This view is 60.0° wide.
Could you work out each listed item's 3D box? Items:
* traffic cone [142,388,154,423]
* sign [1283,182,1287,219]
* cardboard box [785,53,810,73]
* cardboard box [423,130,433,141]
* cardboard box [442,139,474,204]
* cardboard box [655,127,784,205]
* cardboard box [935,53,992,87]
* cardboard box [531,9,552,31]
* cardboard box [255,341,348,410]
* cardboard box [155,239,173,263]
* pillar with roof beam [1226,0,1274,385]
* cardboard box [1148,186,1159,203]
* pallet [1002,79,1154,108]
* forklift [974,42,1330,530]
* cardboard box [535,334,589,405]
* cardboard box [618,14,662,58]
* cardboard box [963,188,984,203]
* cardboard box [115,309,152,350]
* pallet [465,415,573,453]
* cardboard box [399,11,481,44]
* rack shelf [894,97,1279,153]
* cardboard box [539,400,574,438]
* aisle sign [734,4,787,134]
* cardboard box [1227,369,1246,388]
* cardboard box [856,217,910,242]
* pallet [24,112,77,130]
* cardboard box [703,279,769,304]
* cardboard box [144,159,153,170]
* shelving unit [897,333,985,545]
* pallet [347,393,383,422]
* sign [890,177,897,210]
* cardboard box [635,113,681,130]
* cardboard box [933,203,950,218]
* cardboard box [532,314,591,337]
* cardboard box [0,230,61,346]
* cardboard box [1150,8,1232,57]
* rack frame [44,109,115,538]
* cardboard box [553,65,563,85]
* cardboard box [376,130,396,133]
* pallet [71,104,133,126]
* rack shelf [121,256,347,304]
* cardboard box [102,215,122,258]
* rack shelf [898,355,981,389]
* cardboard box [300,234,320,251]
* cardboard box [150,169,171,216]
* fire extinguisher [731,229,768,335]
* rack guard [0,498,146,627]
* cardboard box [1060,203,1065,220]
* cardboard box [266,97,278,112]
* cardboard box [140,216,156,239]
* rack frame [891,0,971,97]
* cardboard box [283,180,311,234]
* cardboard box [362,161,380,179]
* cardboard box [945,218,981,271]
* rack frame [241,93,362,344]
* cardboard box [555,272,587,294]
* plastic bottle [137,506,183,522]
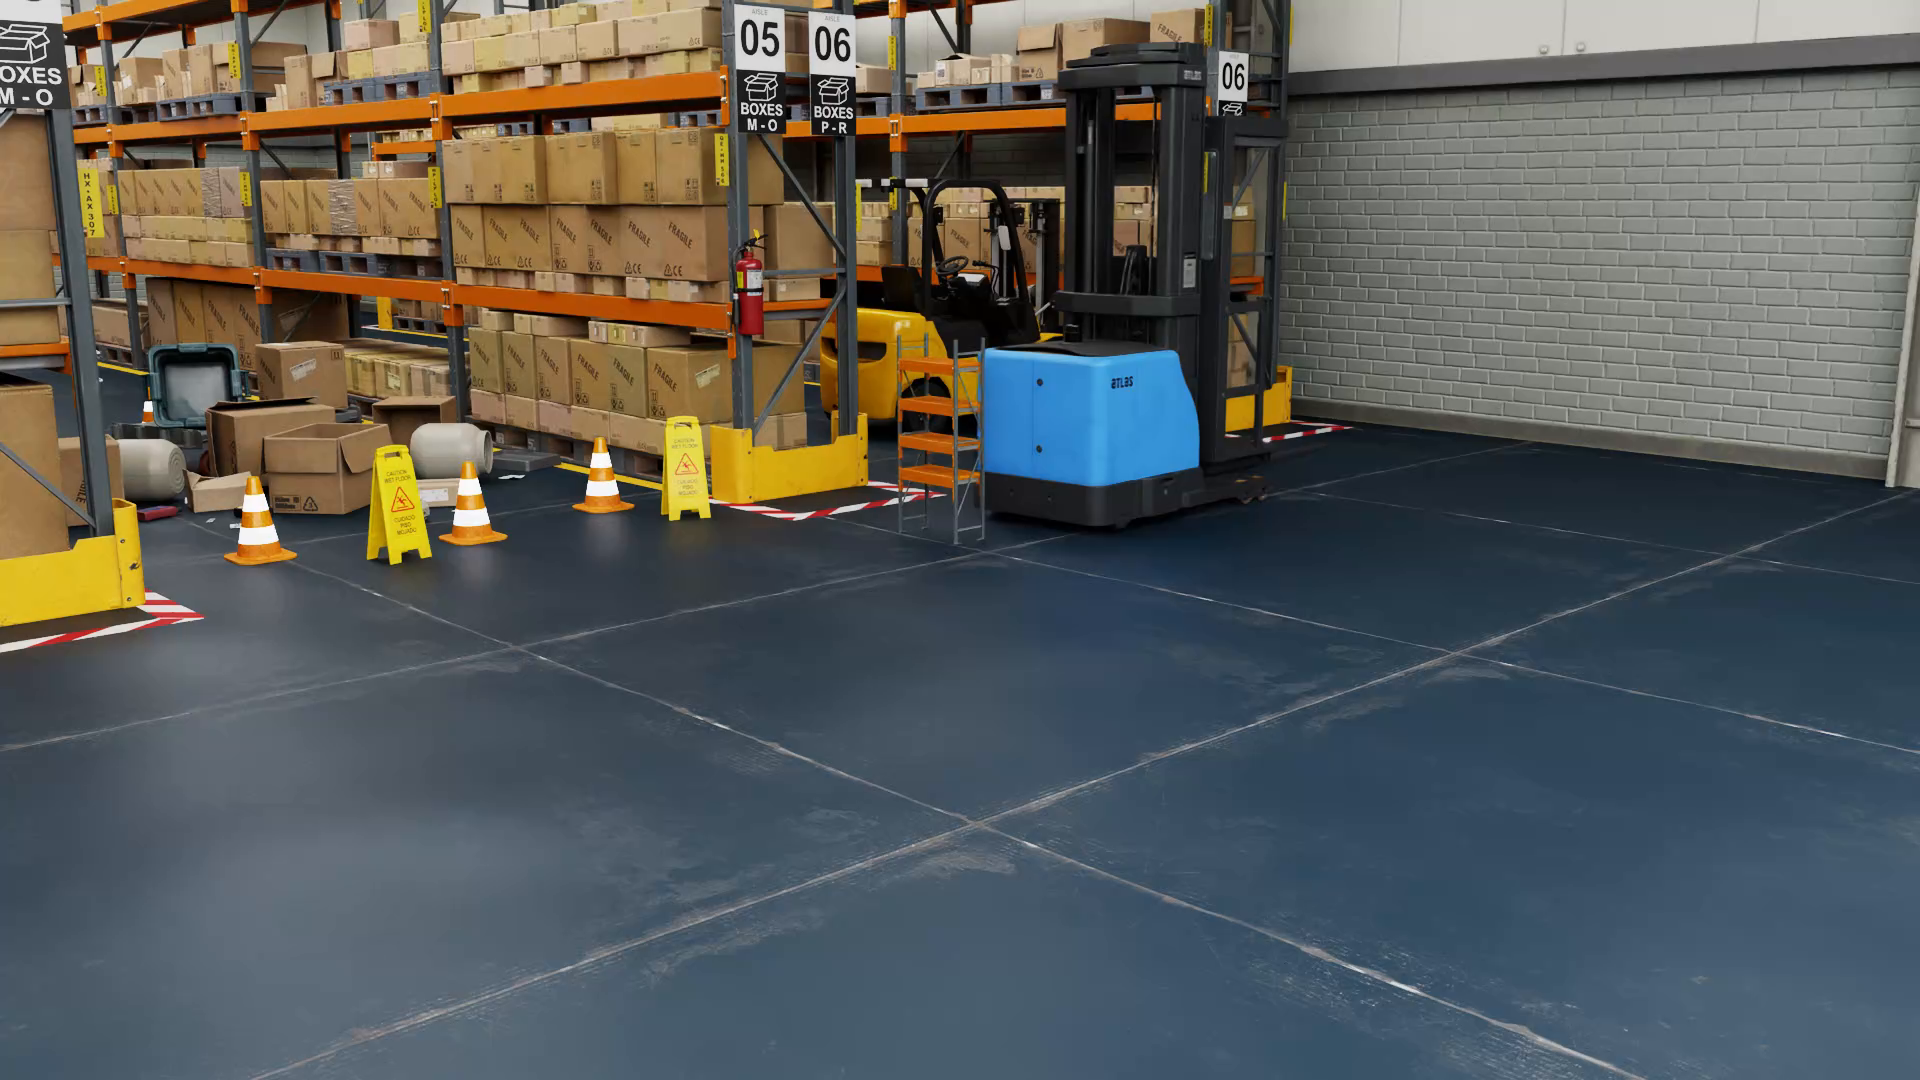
[{"bbox_3d":[-6.670,-1.029,13.759,0.336,0.463,0.334,-11,16,-43],"label":"traffic cone"},{"bbox_3d":[2.878,-3.030,14.844,0.100,0.325,0.005,-11,16,-43],"label":"sign"},{"bbox_3d":[-1.110,-3.238,11.386,0.380,0.149,0.250,-11,16,-42],"label":"cardboard box"},{"bbox_3d":[-7.537,-5.856,24.090,0.380,0.149,0.250,-11,16,-42],"label":"cardboard box"},{"bbox_3d":[-3.731,-2.972,13.443,0.700,0.500,0.500,-11,16,-43],"label":"cardboard box"},{"bbox_3d":[-1.626,-2.527,11.282,0.500,0.500,0.700,11,16,44],"label":"cardboard box"},{"bbox_3d":[0.108,-4.600,16.302,0.500,0.311,0.500,-10,16,-41],"label":"cardboard box"},{"bbox_3d":[-2.957,-3.845,12.355,0.380,0.149,0.250,-11,16,-43],"label":"cardboard box"},{"bbox_3d":[-5.144,-1.277,12.993,0.500,0.500,0.500,-11,16,-43],"label":"cardboard box"},{"bbox_3d":[-8.589,-3.223,18.495,0.500,0.250,0.500,-11,16,-43],"label":"cardboard box"},{"bbox_3d":[-0.470,-5.057,12.154,9.100,9.000,0.400,-11,16,-43],"label":"pillar with roof beam"},{"bbox_3d":[1.879,-3.058,14.728,0.380,0.149,0.250,-11,16,-42],"label":"cardboard box"},{"bbox_3d":[1.156,-4.202,15.658,1.003,0.211,1.213,-11,16,-43],"label":"pallet"},{"bbox_3d":[1.455,-1.736,11.073,1.130,2.935,3.031,10,16,41],"label":"forklift"},{"bbox_3d":[-2.930,-1.333,12.861,0.500,0.500,0.500,-10,15,-40],"label":"cardboard box"},{"bbox_3d":[-2.000,-3.453,11.438,0.500,0.250,0.500,-11,16,-43],"label":"cardboard box"},{"bbox_3d":[0.247,-3.386,16.319,0.380,0.149,0.250,-10,16,-41],"label":"cardboard box"},{"bbox_3d":[-9.758,-2.607,20.443,0.875,0.438,0.875,-11,16,-43],"label":"cardboard box"},{"bbox_3d":[-3.388,-0.924,13.872,1.003,0.211,1.213,-11,16,-43],"label":"pallet"},{"bbox_3d":[-4.370,-4.296,13.986,0.500,0.250,0.500,-10,16,-41],"label":"cardboard box"},{"bbox_3d":[1.091,-3.900,15.755,1.077,0.370,4.000,-11,16,-43],"label":"rack shelf"},{"bbox_3d":[-2.920,-0.964,12.932,0.500,0.250,0.500,-11,16,-43],"label":"cardboard box"},{"bbox_3d":[-1.282,-3.023,10.706,0.394,0.787,0.004,-11,16,-43],"label":"aisle sign"},{"bbox_3d":[2.274,-1.449,15.284,0.500,0.250,0.500,-11,16,-42],"label":"cardboard box"},{"bbox_3d":[-0.814,-3.282,17.542,0.500,0.250,0.500,-11,16,-44],"label":"cardboard box"},{"bbox_3d":[-11.645,-5.453,21.730,1.003,0.211,1.213,-11,16,-43],"label":"pallet"},{"bbox_3d":[-1.528,-1.700,11.354,0.380,0.149,0.250,-10,15,-41],"label":"cardboard box"},{"bbox_3d":[-9.621,-4.524,20.102,0.380,0.149,0.250,-11,16,-42],"label":"cardboard box"},{"bbox_3d":[-0.114,-0.612,9.908,0.258,1.200,0.503,-11,16,-43],"label":"shelving unit"},{"bbox_3d":[-5.263,-1.308,15.738,1.003,0.211,1.213,-11,16,-43],"label":"pallet"},{"bbox_3d":[-0.676,-3.526,16.919,0.100,0.325,0.005,-11,16,-43],"label":"sign"},{"bbox_3d":[-3.583,-5.095,20.147,0.500,0.250,0.500,11,16,43],"label":"cardboard box"},{"bbox_3d":[-0.080,-3.321,16.740,0.380,0.149,0.250,-10,16,-41],"label":"cardboard box"},{"bbox_3d":[-3.078,-1.662,12.855,0.380,0.149,0.250,-10,15,-39],"label":"cardboard box"},{"bbox_3d":[-4.915,-1.215,8.006,0.875,0.550,0.550,-11,16,-43],"label":"cardboard box"},{"bbox_3d":[1.990,-4.294,14.352,0.500,0.500,0.500,-10,15,-41],"label":"cardboard box"},{"bbox_3d":[-4.626,-1.094,7.789,1.000,3.000,0.127,-11,16,-43],"label":"rack frame"},{"bbox_3d":[-2.774,-3.423,12.283,0.380,0.149,0.250,-11,16,-42],"label":"cardboard box"},{"bbox_3d":[-8.468,-6.265,25.086,0.500,0.250,0.500,-11,16,-43],"label":"cardboard box"},{"bbox_3d":[-9.960,-5.097,20.002,1.003,0.211,1.213,-11,16,-43],"label":"pallet"},{"bbox_3d":[-8.021,-2.906,18.365,1.077,0.370,4.000,-11,16,-43],"label":"rack shelf"},{"bbox_3d":[-9.907,-3.631,19.855,0.500,0.500,0.500,-11,16,-42],"label":"cardboard box"},{"bbox_3d":[-0.114,-0.997,9.828,0.258,0.148,0.480,-11,16,-43],"label":"rack shelf"},{"bbox_3d":[-6.048,-2.840,15.846,0.380,0.149,0.250,-11,16,-42],"label":"cardboard box"},{"bbox_3d":[-8.590,-3.841,18.393,0.500,0.500,0.500,11,16,44],"label":"cardboard box"},{"bbox_3d":[-1.370,-1.680,10.824,0.296,0.674,0.183,-11,16,-43],"label":"fire extinguisher"},{"bbox_3d":[-4.609,0.134,8.024,1.175,0.500,0.348,-11,16,-43],"label":"rack guard"},{"bbox_3d":[1.126,-3.053,15.441,0.380,0.149,0.250,-11,16,-42],"label":"cardboard box"},{"bbox_3d":[-6.545,-4.243,16.260,0.380,0.149,0.250,-11,16,-43],"label":"cardboard box"},{"bbox_3d":[-8.922,-3.546,18.821,0.500,0.250,0.500,-11,16,-42],"label":"cardboard box"},{"bbox_3d":[-0.290,-6.013,16.797,1.000,3.000,0.127,-11,16,-43],"label":"rack frame"},{"bbox_3d":[-6.132,-3.194,15.953,0.500,0.500,0.500,-10,15,-40],"label":"cardboard box"},{"bbox_3d":[-5.051,-3.272,14.726,0.250,0.149,0.380,11,16,43],"label":"cardboard box"},{"bbox_3d":[0.199,-2.949,16.543,0.500,0.500,0.500,-11,16,-42],"label":"cardboard box"},{"bbox_3d":[-6.640,-2.966,16.876,1.000,3.000,0.127,-11,16,-43],"label":"rack frame"},{"bbox_3d":[-2.821,-1.948,12.555,0.380,0.149,0.250,-11,16,-43],"label":"cardboard box"},{"bbox_3d":[-5.115,-0.174,10.606,0.133,0.061,0.283,6,13,26],"label":"plastic bottle"}]
